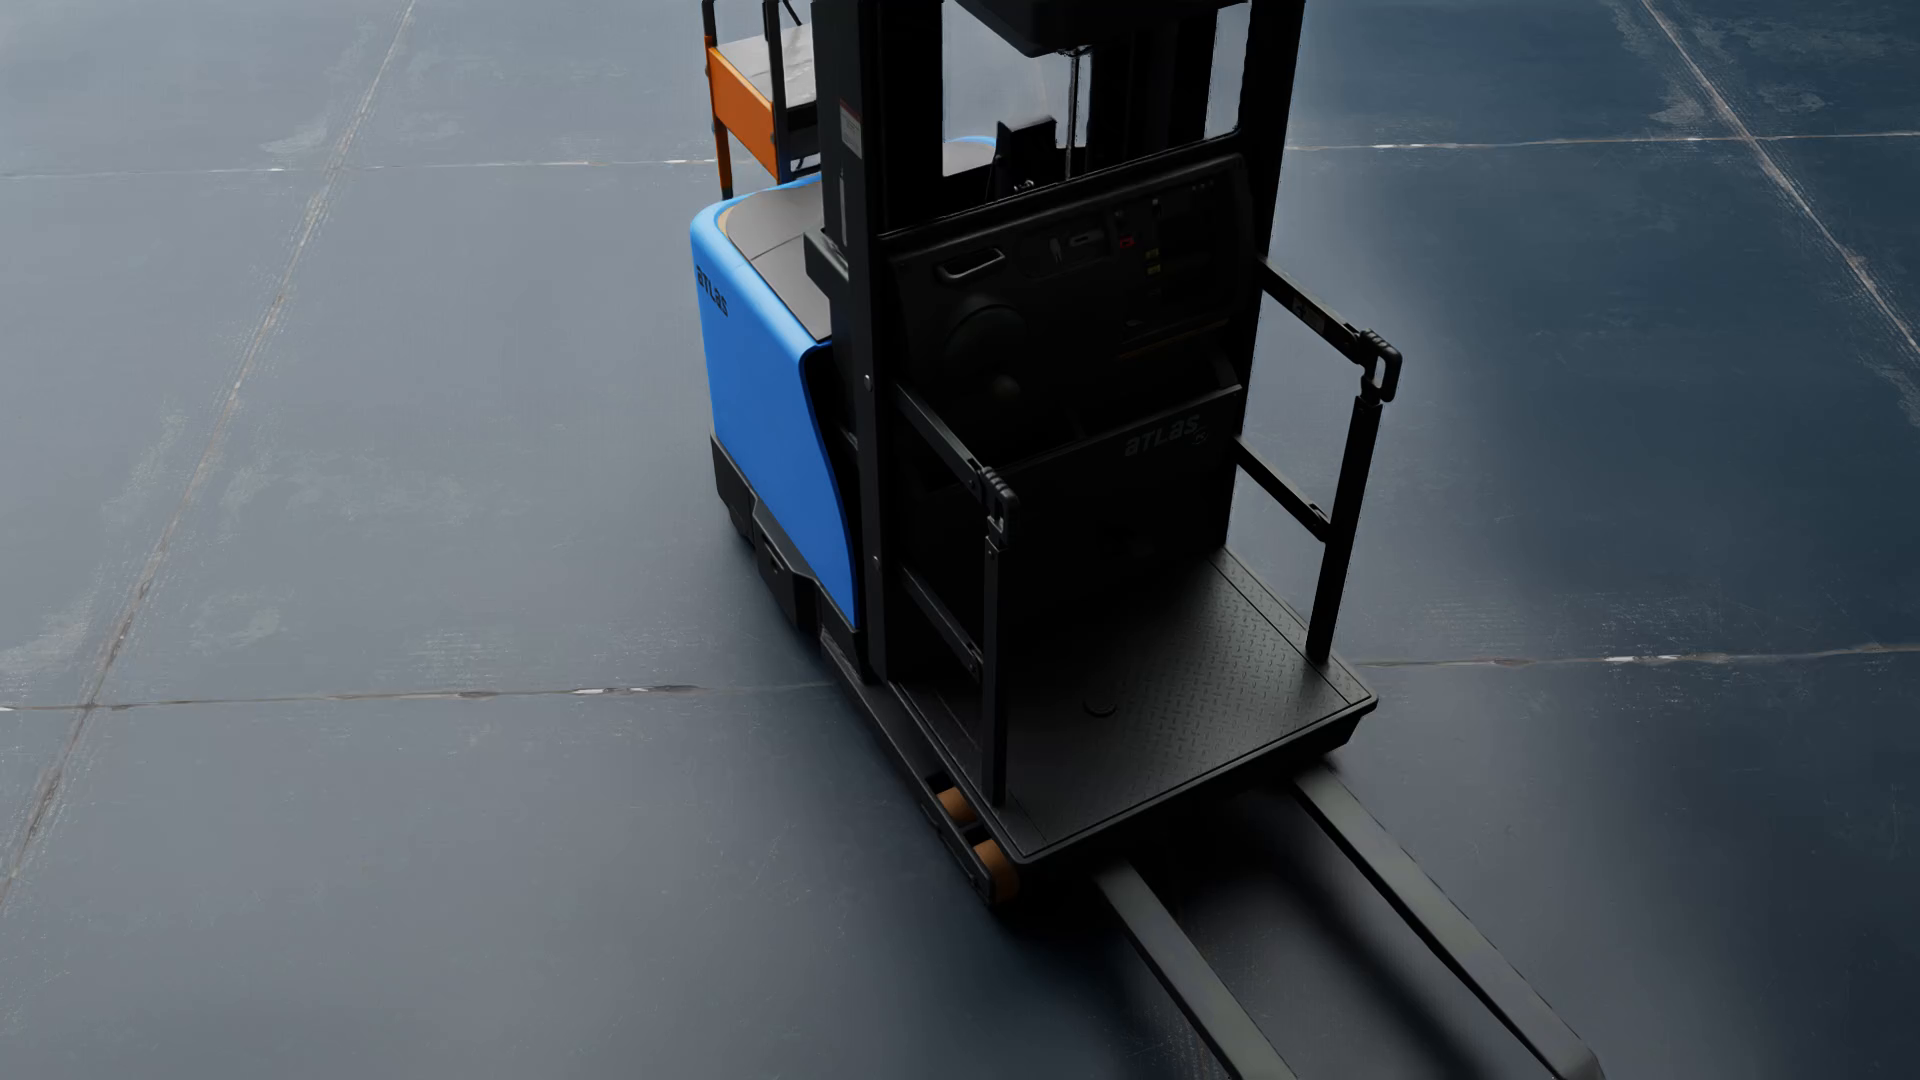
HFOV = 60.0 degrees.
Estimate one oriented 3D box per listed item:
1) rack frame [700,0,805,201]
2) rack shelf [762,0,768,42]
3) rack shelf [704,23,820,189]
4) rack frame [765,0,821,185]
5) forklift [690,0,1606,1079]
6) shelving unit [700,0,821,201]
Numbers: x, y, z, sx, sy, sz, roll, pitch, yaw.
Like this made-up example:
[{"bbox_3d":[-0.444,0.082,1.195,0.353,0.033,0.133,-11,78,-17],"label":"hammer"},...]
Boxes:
[{"bbox_3d":[-0.591,-1.401,5.224,0.400,2.100,0.015,-21,47,-21],"label":"rack frame"},{"bbox_3d":[-0.470,-1.763,4.604,0.431,0.518,0.480,-21,47,-21],"label":"rack shelf"},{"bbox_3d":[-0.470,-1.247,5.077,0.431,0.518,0.480,-21,47,-21],"label":"rack shelf"},{"bbox_3d":[-0.350,-1.114,4.911,0.400,2.100,0.015,-21,47,-21],"label":"rack frame"},{"bbox_3d":[0.381,-0.511,3.639,1.130,2.935,3.031,-21,46,-21],"label":"forklift"},{"bbox_3d":[-0.470,-1.257,5.068,0.431,2.100,0.503,-21,47,-21],"label":"shelving unit"}]
